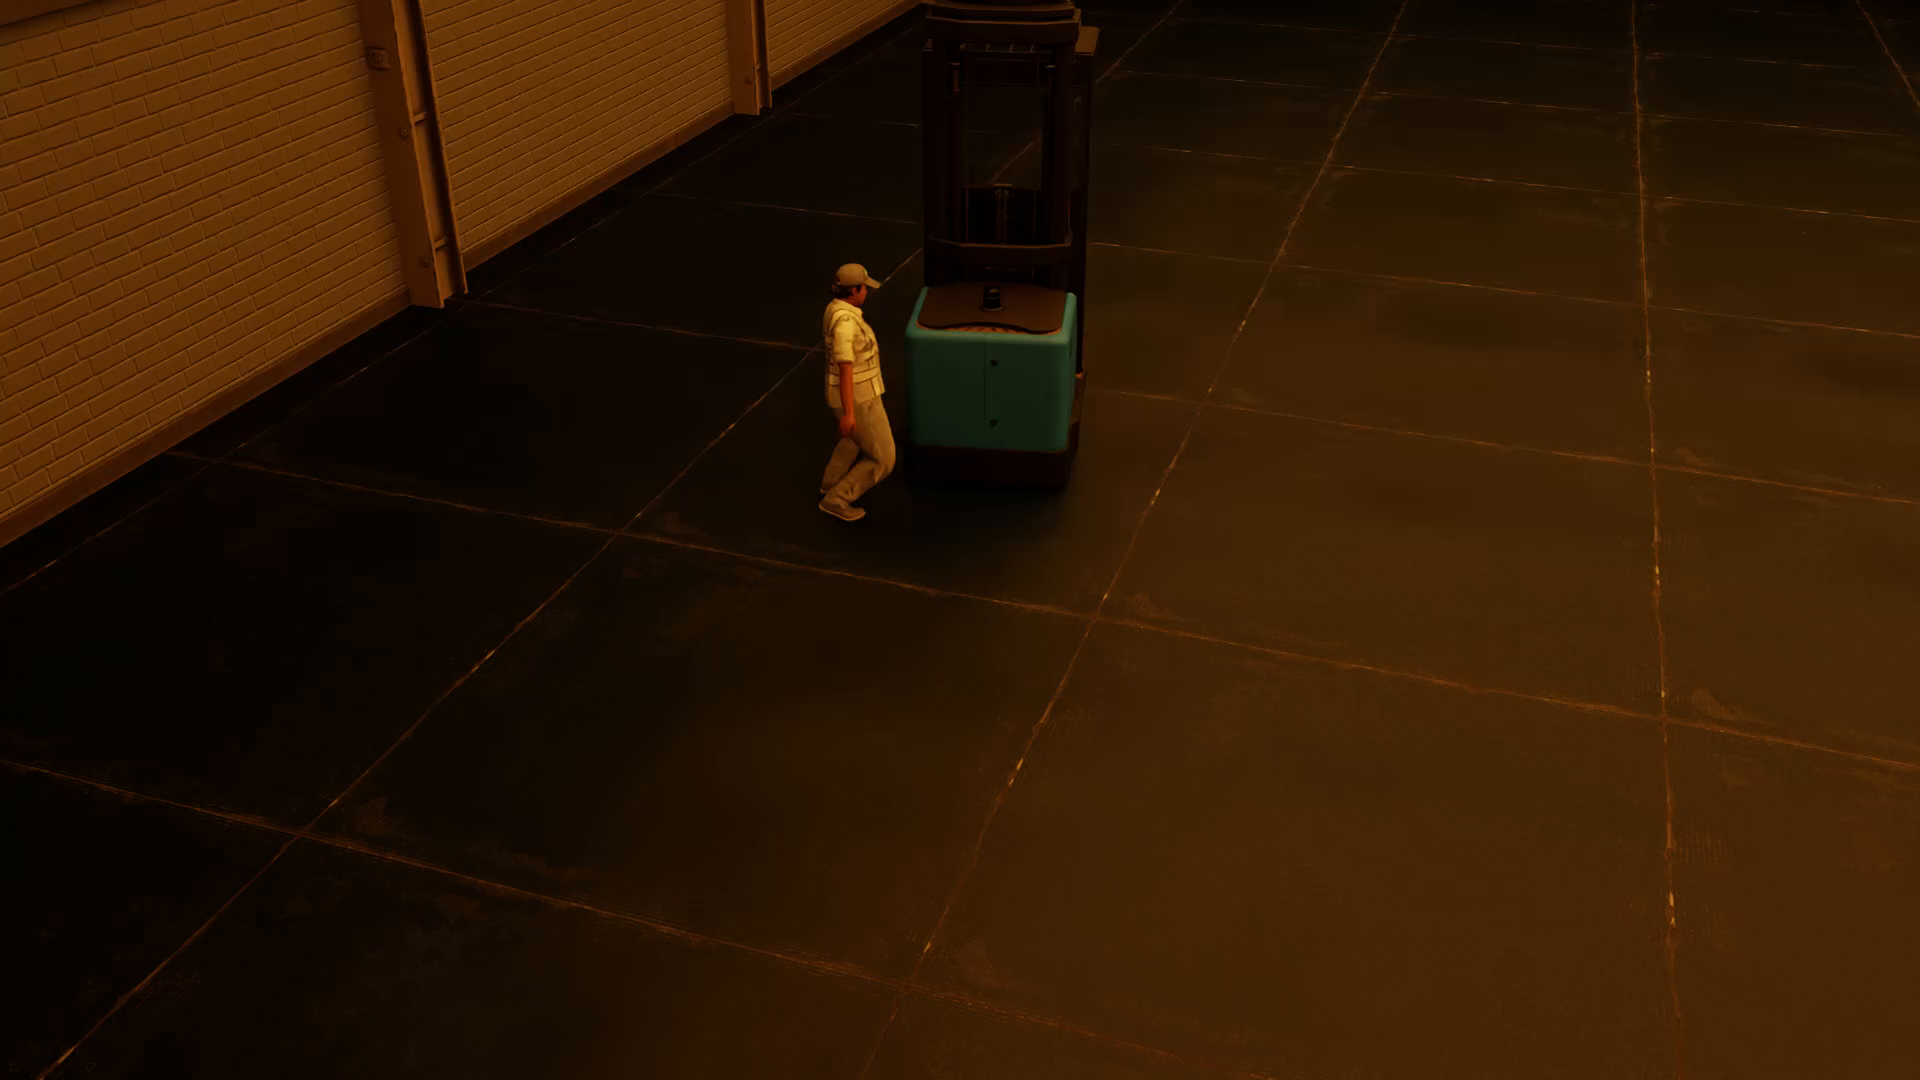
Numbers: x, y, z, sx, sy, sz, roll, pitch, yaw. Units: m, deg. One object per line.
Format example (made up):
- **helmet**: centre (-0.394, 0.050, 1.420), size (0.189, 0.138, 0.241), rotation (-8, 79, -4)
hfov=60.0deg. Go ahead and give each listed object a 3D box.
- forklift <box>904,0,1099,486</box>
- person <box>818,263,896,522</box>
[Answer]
- **forklift**: centre (0.333, -2.320, 11.206), size (1.130, 2.935, 3.031), rotation (3, 30, 6)
- **person**: centre (-0.656, -0.879, 10.059), size (0.484, 1.587, 0.834), rotation (-4, 30, -7)
